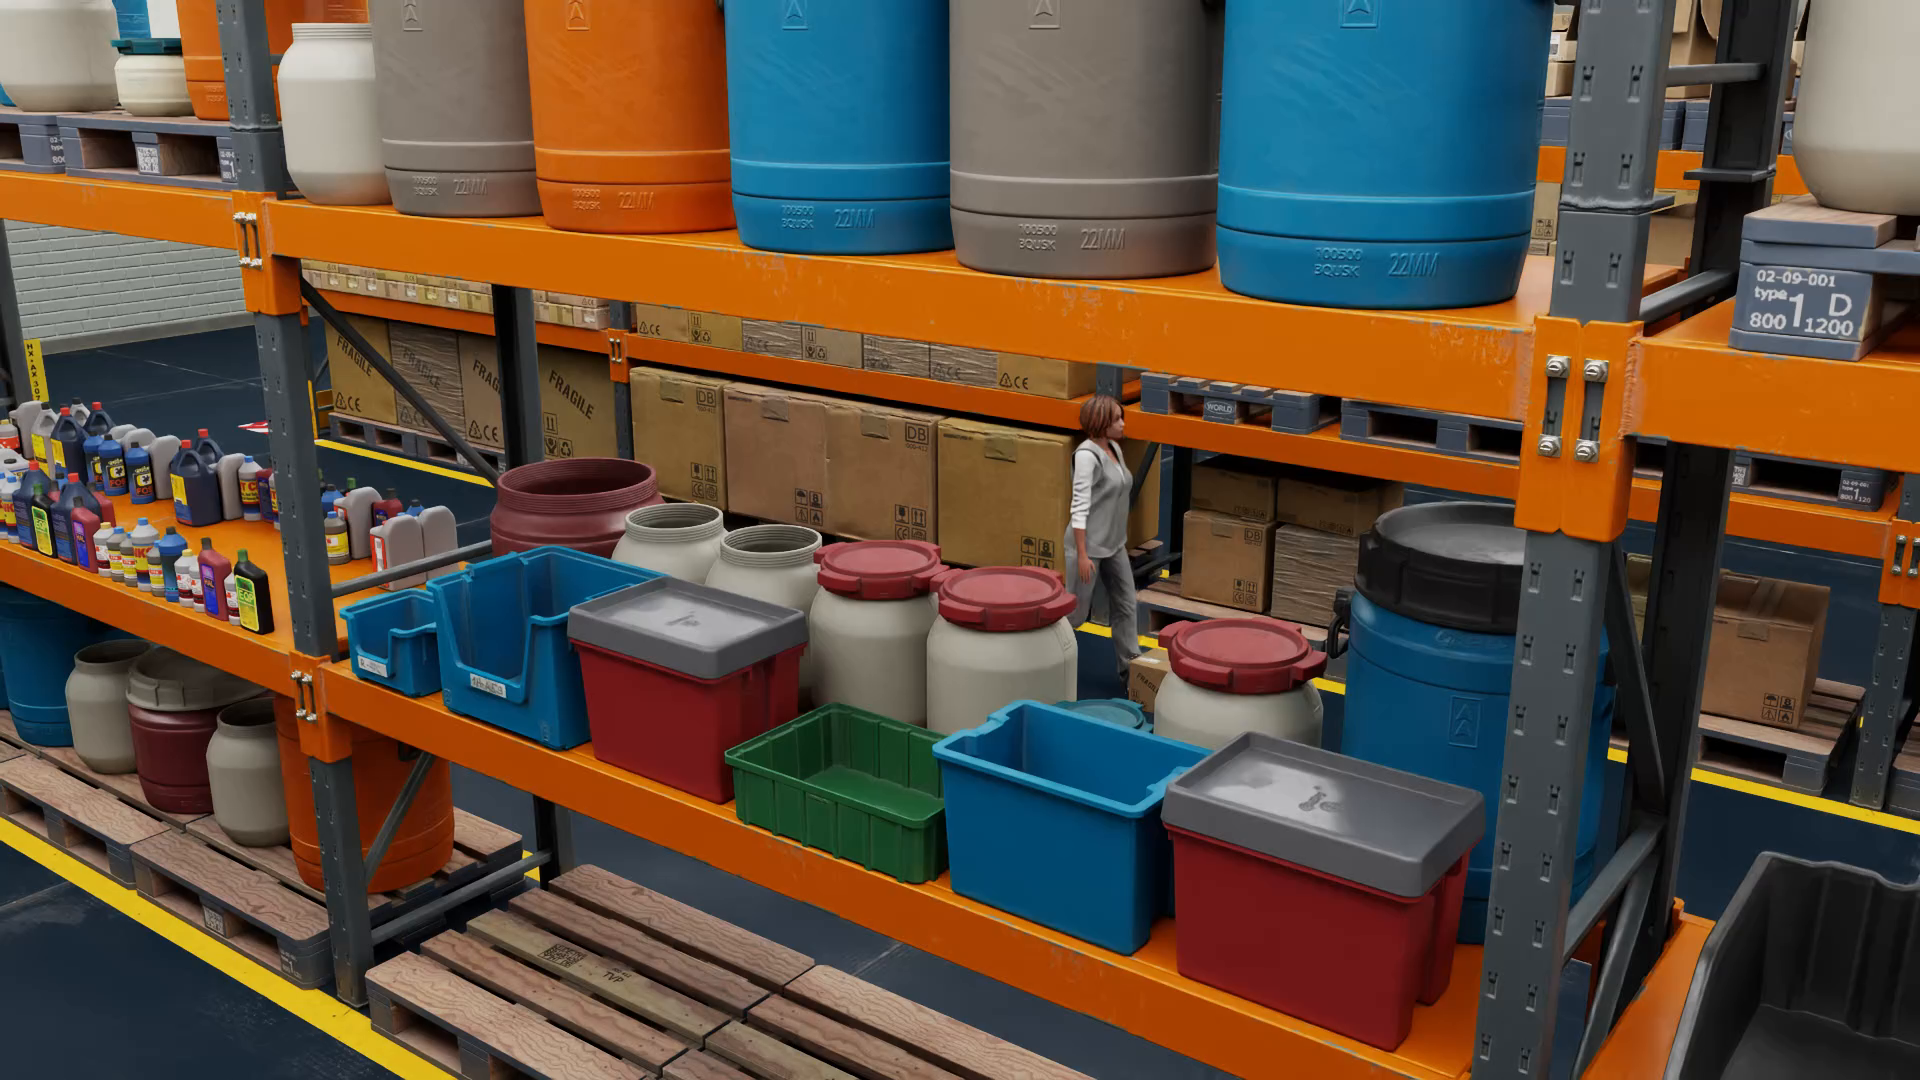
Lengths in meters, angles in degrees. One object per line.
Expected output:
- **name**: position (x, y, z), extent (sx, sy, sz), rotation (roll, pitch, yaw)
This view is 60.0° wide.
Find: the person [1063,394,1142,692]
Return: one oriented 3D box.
- **person**: position (0.692, 0.038, 8.401), extent (0.807, 1.567, 0.450), rotation (10, 19, 30)
